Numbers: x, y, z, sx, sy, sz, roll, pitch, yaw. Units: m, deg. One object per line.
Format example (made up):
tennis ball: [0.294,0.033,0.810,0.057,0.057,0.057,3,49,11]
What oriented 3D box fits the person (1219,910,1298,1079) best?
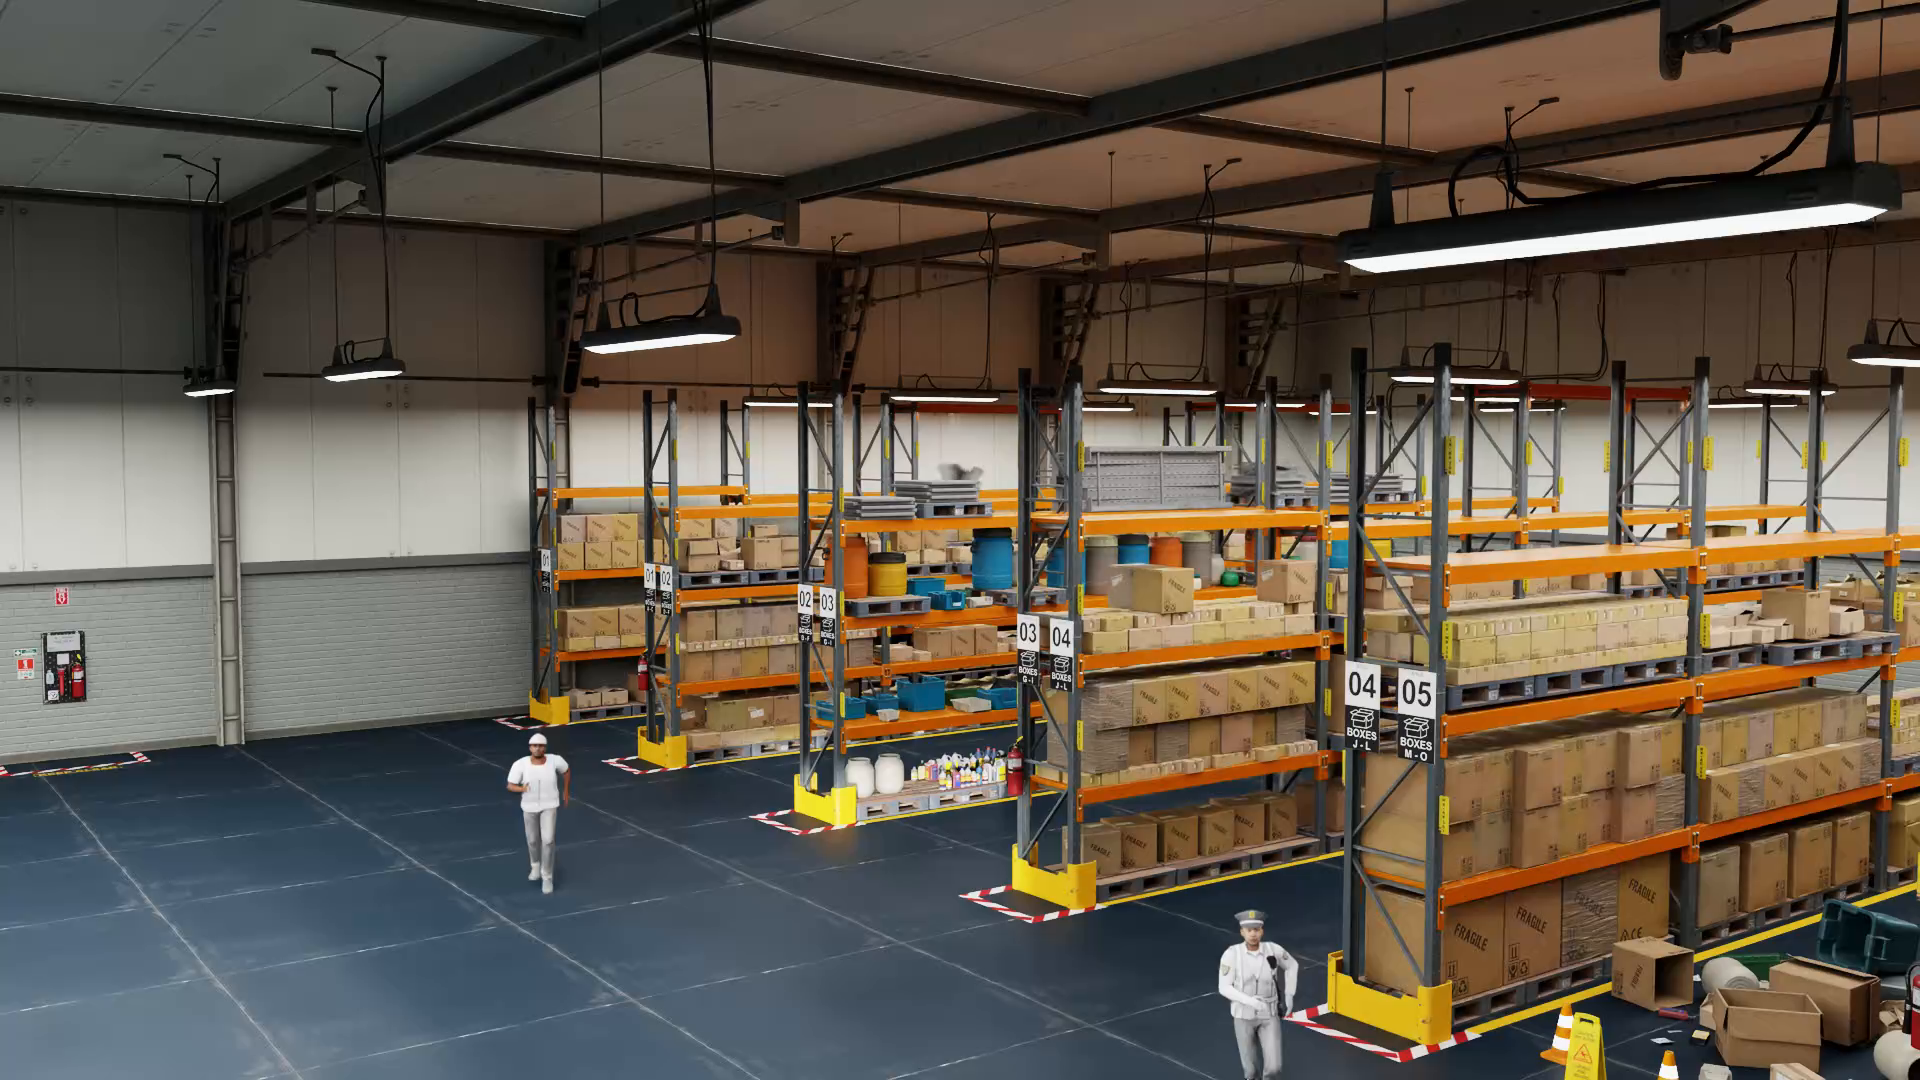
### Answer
person: [2.241,3.587,12.497,0.587,1.658,0.635,1,3,11]

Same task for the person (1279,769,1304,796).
person: [4.639,2.888,23.498,0.881,1.862,0.692,-2,4,-36]

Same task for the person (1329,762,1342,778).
person: [5.544,2.816,24.257,0.996,1.808,0.686,-3,4,-37]

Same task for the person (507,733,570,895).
person: [-4.878,3.141,19.247,0.689,1.840,0.810,-1,3,-9]
